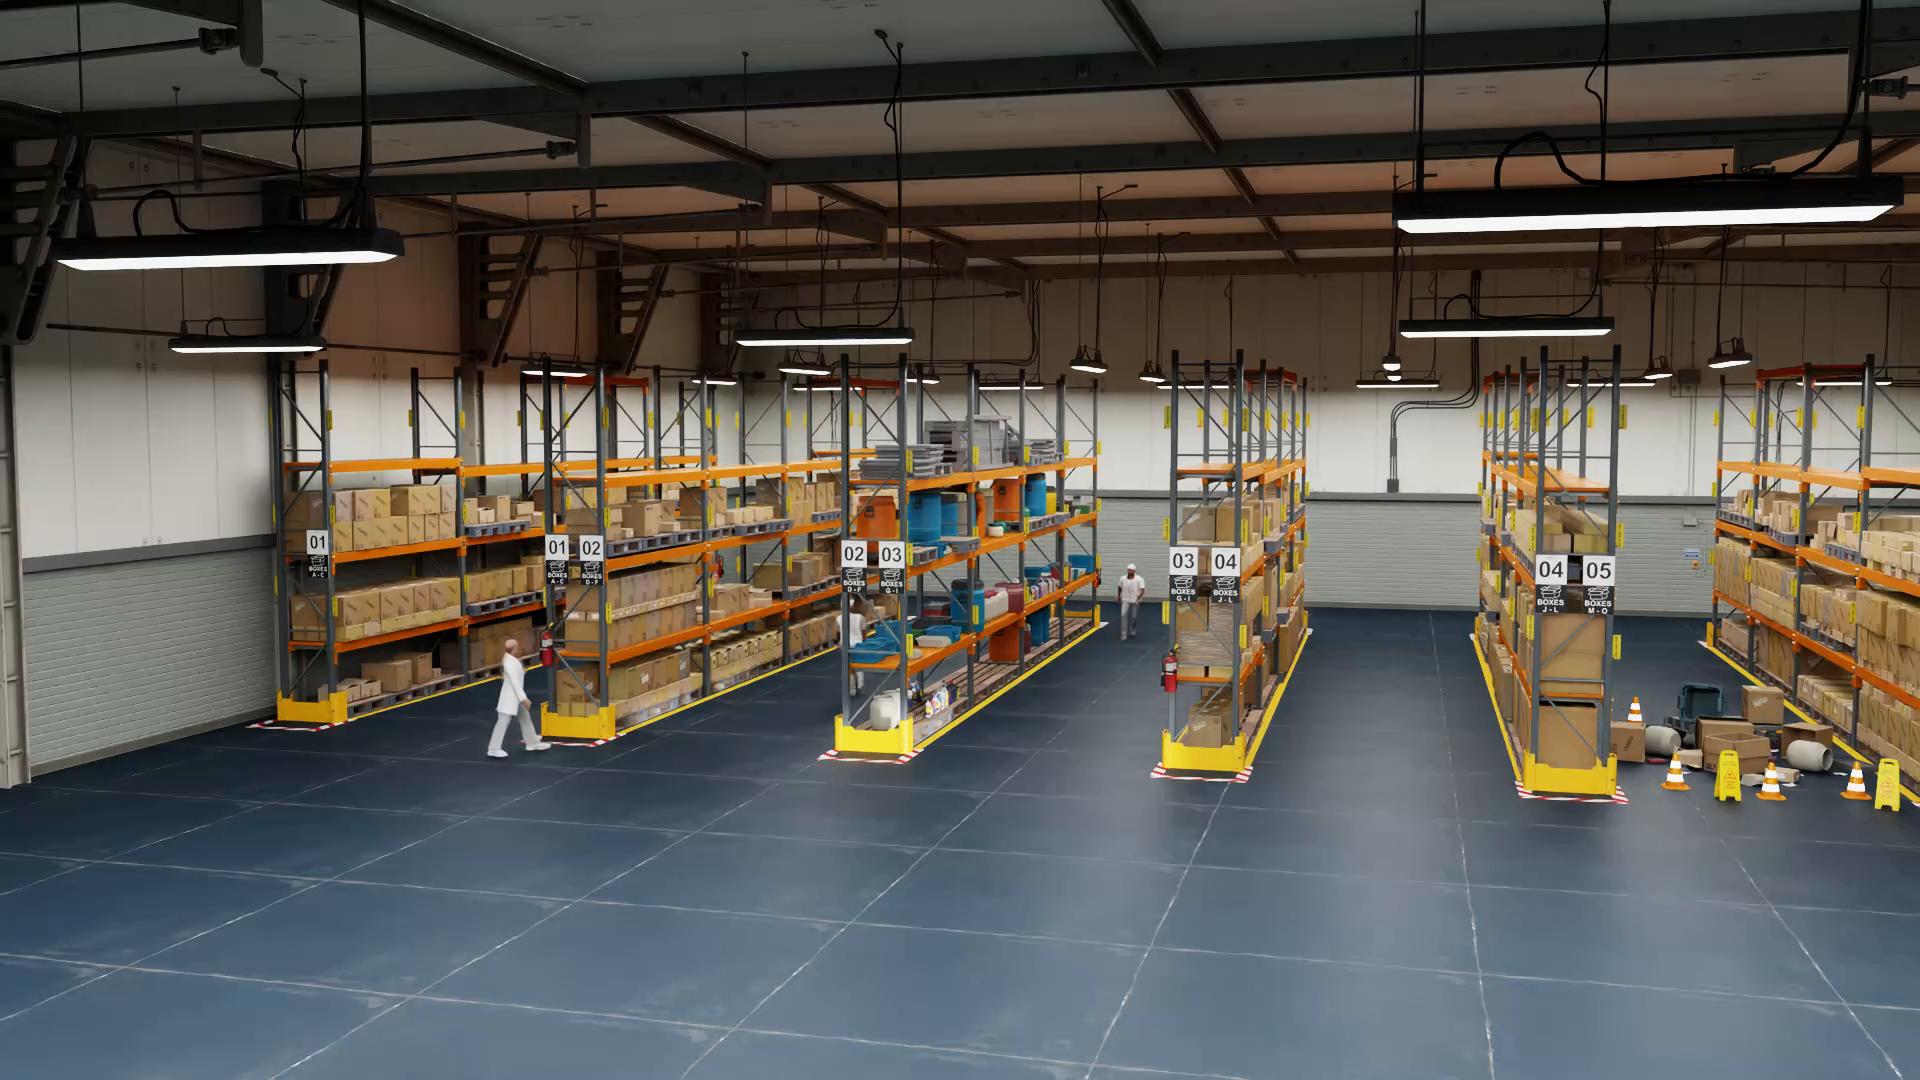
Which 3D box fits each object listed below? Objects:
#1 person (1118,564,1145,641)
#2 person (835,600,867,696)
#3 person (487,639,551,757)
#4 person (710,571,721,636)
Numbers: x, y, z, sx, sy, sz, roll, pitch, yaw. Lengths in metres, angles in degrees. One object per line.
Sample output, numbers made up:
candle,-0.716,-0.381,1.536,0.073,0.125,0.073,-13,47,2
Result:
person,3.914,1.408,38.157,0.655,1.747,0.994,1,4,15
person,-2.004,1.947,30.152,0.562,1.806,0.586,-2,5,-26
person,-6.615,2.382,24.839,0.866,1.649,0.679,0,4,-4
person,-5.325,1.530,36.716,0.575,1.664,0.485,2,4,23
